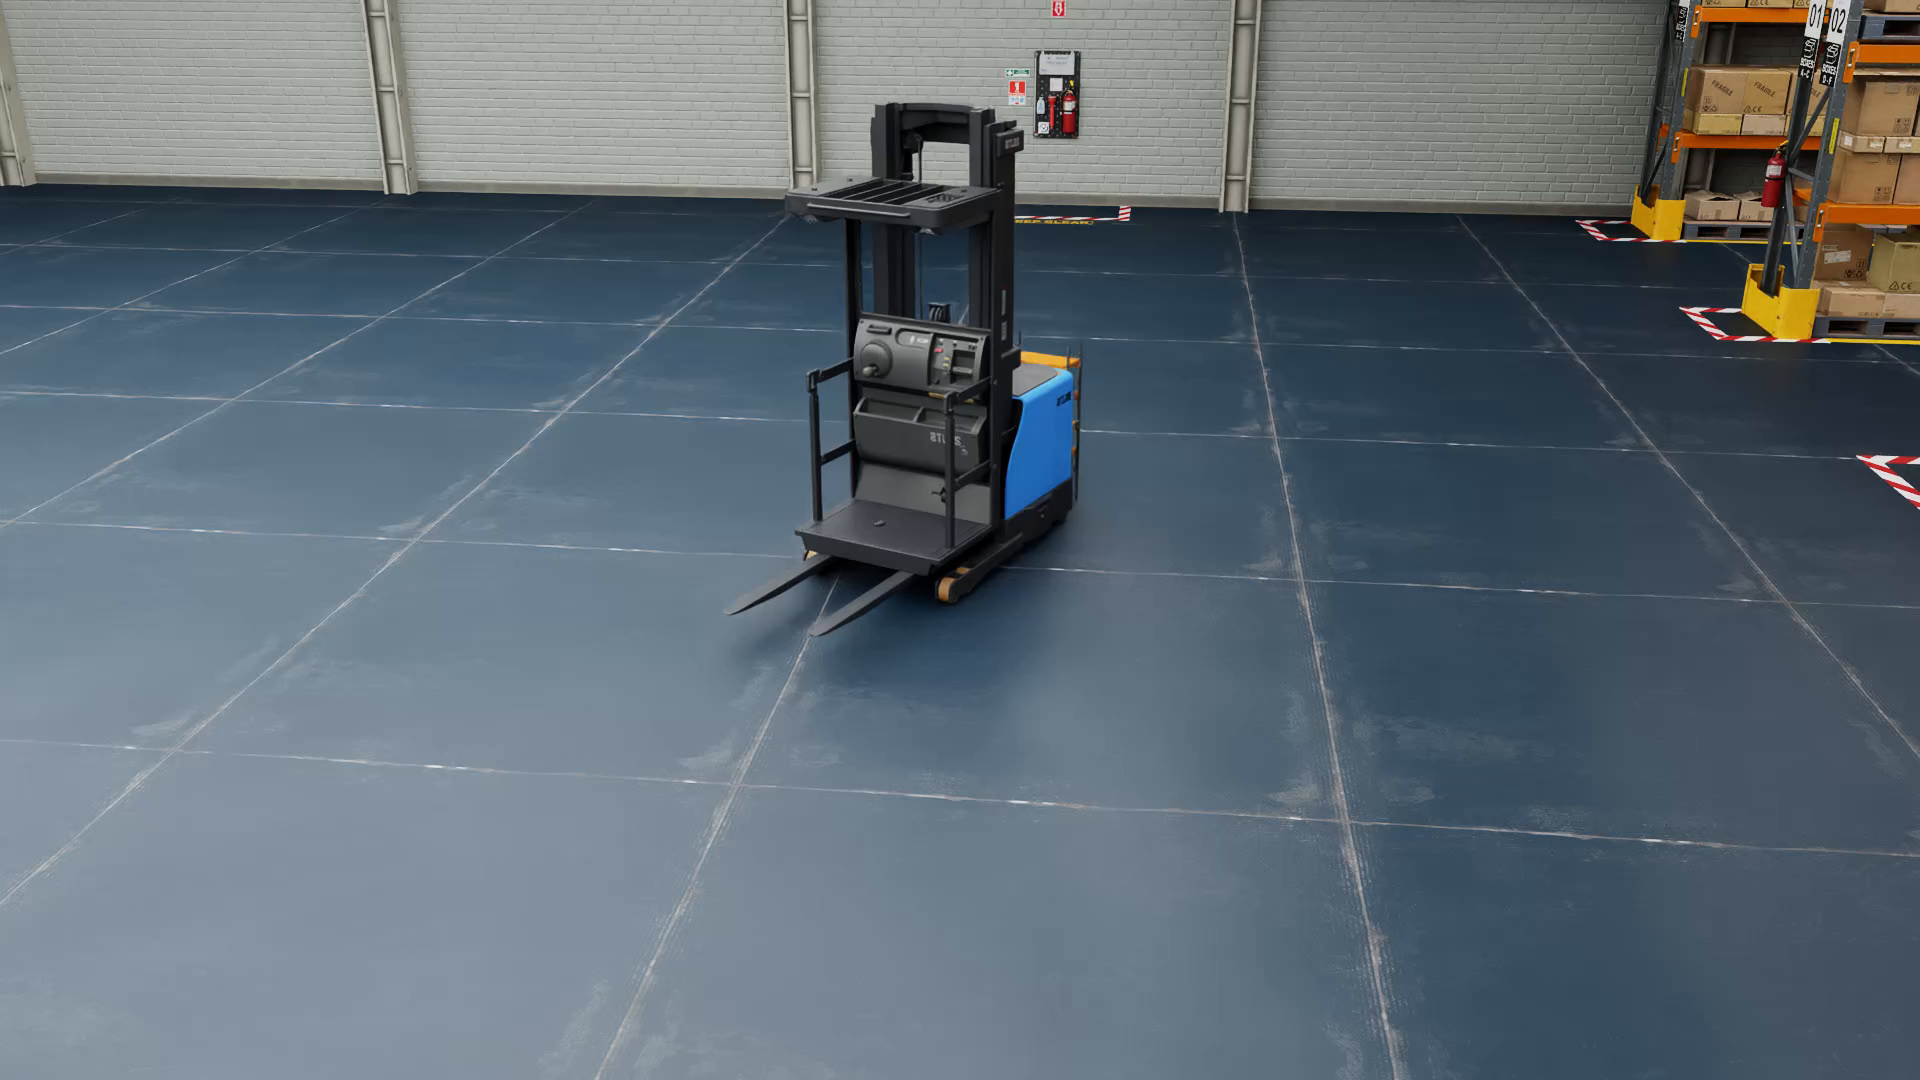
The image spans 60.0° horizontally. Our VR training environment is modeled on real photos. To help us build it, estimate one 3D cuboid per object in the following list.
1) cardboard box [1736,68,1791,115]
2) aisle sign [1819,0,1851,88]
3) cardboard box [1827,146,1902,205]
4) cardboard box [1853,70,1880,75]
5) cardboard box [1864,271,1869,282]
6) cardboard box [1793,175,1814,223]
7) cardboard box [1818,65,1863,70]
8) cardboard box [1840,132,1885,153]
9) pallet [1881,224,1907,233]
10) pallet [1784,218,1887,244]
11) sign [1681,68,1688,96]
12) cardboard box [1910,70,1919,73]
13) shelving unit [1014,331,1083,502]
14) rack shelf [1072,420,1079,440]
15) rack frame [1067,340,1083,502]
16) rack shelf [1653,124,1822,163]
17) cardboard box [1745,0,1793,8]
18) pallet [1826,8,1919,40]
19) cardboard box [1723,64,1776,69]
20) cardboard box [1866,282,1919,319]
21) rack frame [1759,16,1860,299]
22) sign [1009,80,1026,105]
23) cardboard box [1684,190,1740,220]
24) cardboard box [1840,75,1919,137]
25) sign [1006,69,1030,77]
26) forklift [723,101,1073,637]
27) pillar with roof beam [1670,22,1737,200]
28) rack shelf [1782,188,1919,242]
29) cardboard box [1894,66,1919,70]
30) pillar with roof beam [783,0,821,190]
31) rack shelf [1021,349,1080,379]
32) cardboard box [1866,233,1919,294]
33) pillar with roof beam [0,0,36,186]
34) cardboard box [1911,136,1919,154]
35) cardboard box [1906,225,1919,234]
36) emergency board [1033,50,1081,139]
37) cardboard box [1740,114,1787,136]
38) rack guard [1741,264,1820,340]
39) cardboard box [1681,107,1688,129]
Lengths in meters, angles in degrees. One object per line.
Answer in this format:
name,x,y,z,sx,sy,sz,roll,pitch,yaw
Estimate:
cardboard box,9.863,-5.535,20.518,0.500,0.500,0.500,3,22,6
aisle sign,8.254,-4.694,15.696,0.004,0.787,0.394,2,22,6
cardboard box,8.817,-3.615,16.368,0.500,0.500,0.700,3,22,6
cardboard box,10.889,-5.493,20.410,0.500,0.500,0.500,3,22,8
cardboard box,9.420,-2.578,17.049,0.500,0.250,0.500,2,22,6
cardboard box,10.899,-4.307,21.056,0.500,0.500,0.700,1,22,3
cardboard box,10.940,-5.680,20.884,0.500,0.500,0.500,3,22,7
cardboard box,8.719,-3.846,16.070,0.250,0.149,0.380,2,22,6
pallet,12.235,-3.949,21.141,1.213,0.211,1.003,2,22,6
pallet,11.020,-4.001,21.272,1.213,0.211,1.003,2,22,6
sign,8.871,-5.607,20.365,0.005,0.325,0.100,2,22,6
cardboard box,11.904,-5.445,20.289,0.500,0.500,0.500,2,22,6
shelving unit,0.590,-0.861,11.980,0.503,1.200,0.258,11,23,27
rack shelf,0.589,-0.798,12.003,0.480,0.148,0.258,11,23,27
rack frame,0.804,-0.818,11.871,0.015,1.200,0.240,11,23,27
rack shelf,10.920,-4.981,20.938,4.000,0.370,1.077,2,22,6
cardboard box,9.766,-6.711,20.092,0.500,0.500,0.500,4,22,10
pallet,9.054,-4.907,15.813,1.213,0.211,1.003,2,22,6
cardboard box,9.926,-5.723,20.991,0.500,0.500,0.500,3,22,7
cardboard box,9.358,-2.386,16.563,0.500,0.250,0.500,2,22,6
rack frame,8.355,-3.594,16.450,0.127,3.000,1.000,2,22,6
sign,0.786,-6.147,22.859,0.234,0.329,0.001,2,22,6
cardboard box,9.611,-4.294,21.279,0.500,0.311,0.500,0,22,0
cardboard box,8.870,-4.216,16.124,0.500,0.500,0.700,3,22,6
sign,0.790,-6.390,22.752,0.331,0.109,0.001,2,22,6
forklift,-0.362,-1.154,10.373,1.130,2.935,3.031,12,24,27
pillar with roof beam,9.225,-6.906,16.668,0.400,9.000,9.100,2,22,6
rack shelf,10.341,-3.173,16.363,4.000,0.370,1.077,2,22,6
cardboard box,11.951,-5.638,20.778,0.500,0.500,0.500,2,22,6
pillar with roof beam,-2.692,-7.425,17.982,0.400,9.000,9.100,2,22,6
rack shelf,0.593,-1.229,11.841,0.480,0.148,0.258,11,23,27
cardboard box,9.358,-2.734,16.423,0.500,0.500,0.500,2,22,6
pillar with roof beam,-14.609,-7.944,19.295,0.400,9.000,9.100,2,22,6
cardboard box,9.229,-3.824,16.015,0.250,0.149,0.380,3,22,7
cardboard box,9.917,-2.906,16.860,0.500,0.500,0.500,2,22,6
emergency board,1.323,-6.068,22.709,0.643,1.169,0.194,2,22,6
cardboard box,9.899,-5.188,20.658,0.500,0.250,0.500,2,22,5
rack guard,8.331,-2.432,16.912,0.348,0.500,1.175,2,22,6
cardboard box,9.421,-5.392,21.177,0.500,0.250,0.500,3,22,7
